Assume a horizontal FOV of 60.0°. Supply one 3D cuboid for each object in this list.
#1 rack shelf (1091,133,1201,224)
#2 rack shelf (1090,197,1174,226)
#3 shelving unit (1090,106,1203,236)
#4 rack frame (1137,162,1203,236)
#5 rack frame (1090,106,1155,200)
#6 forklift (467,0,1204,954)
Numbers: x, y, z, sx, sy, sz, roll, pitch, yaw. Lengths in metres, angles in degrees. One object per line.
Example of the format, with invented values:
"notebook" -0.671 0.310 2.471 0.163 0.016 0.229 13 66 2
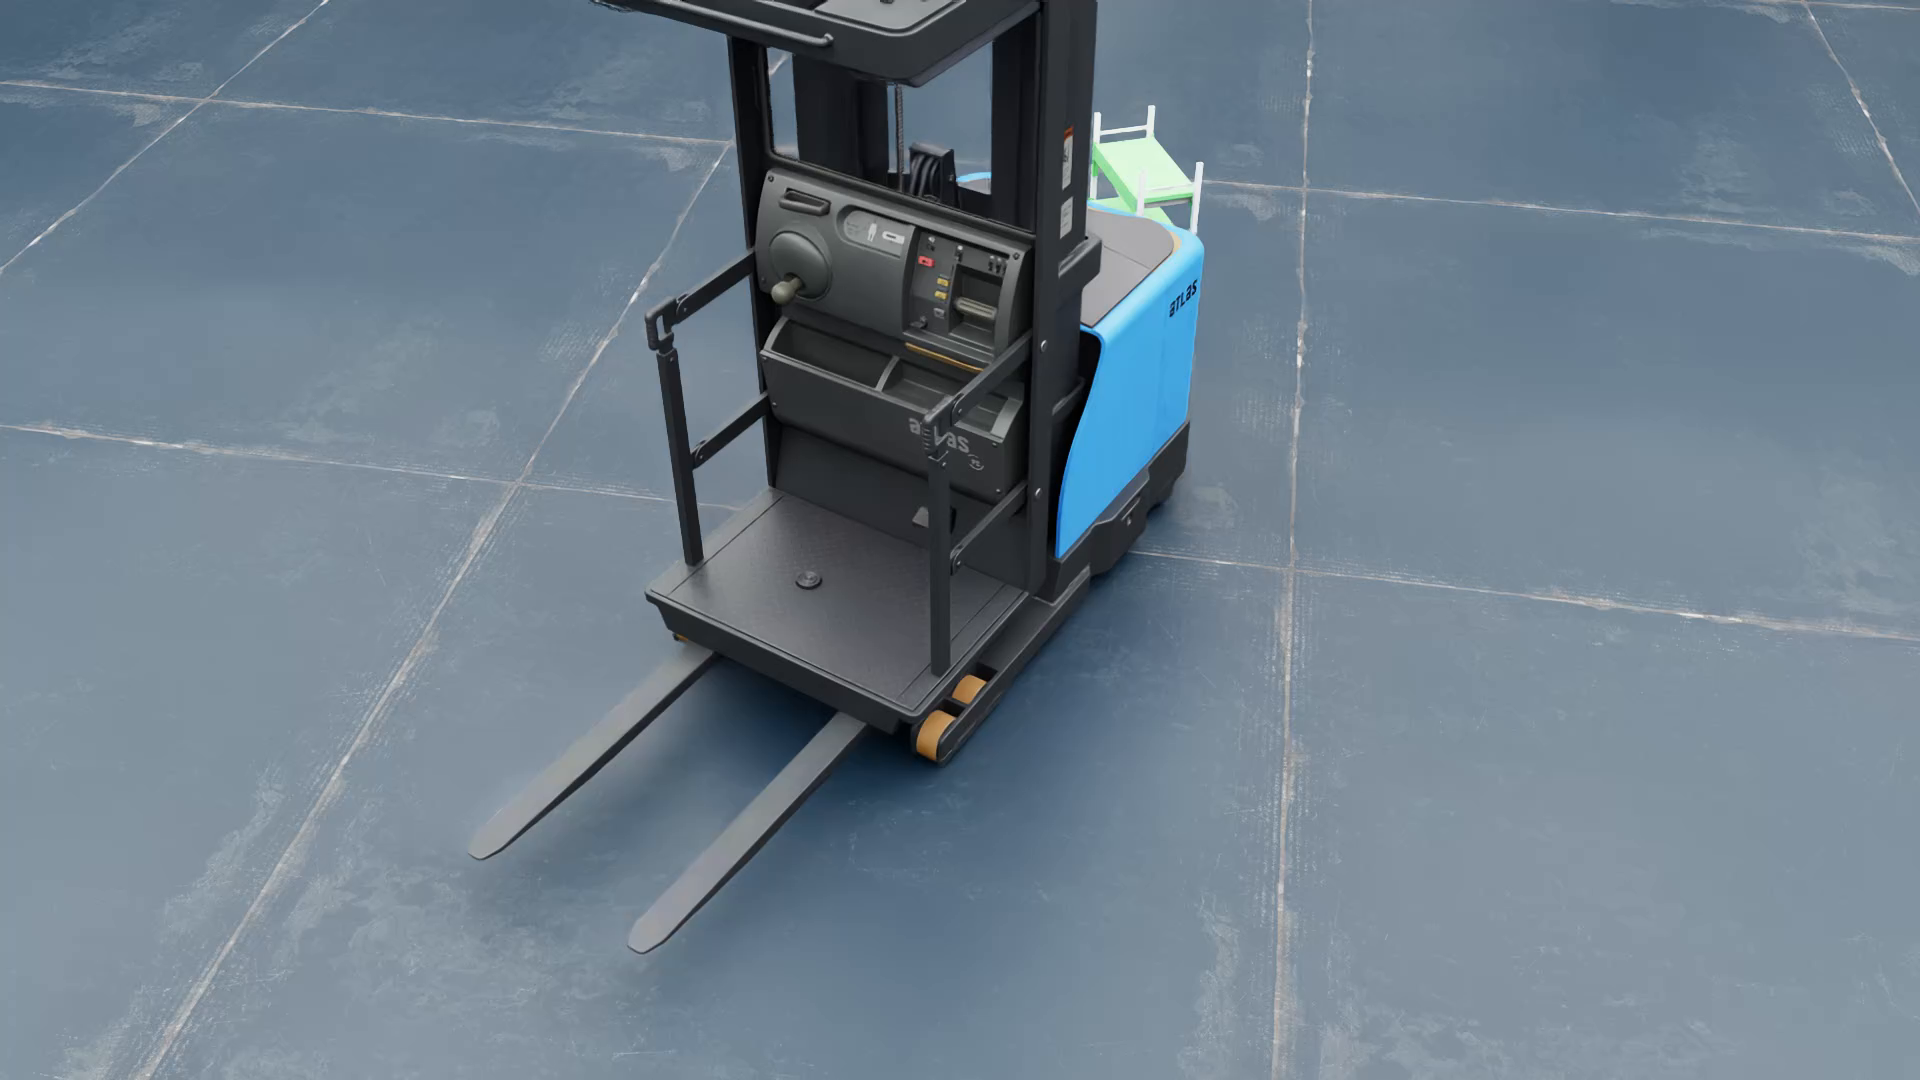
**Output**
"rack shelf" 0.696 -1.352 6.291 0.258 0.148 0.480 -10 41 -12
"rack shelf" 0.696 -1.167 6.443 0.258 0.148 0.480 -10 41 -12
"shelving unit" 0.696 -1.031 6.556 0.258 1.200 0.503 -10 41 -12
"rack frame" 0.762 -0.882 6.375 0.240 1.200 0.015 -10 41 -12
"rack frame" 0.630 -1.181 6.737 0.240 1.200 0.015 -10 41 -12
"forklift" -0.336 -0.756 4.864 1.130 2.935 3.031 22 44 24
